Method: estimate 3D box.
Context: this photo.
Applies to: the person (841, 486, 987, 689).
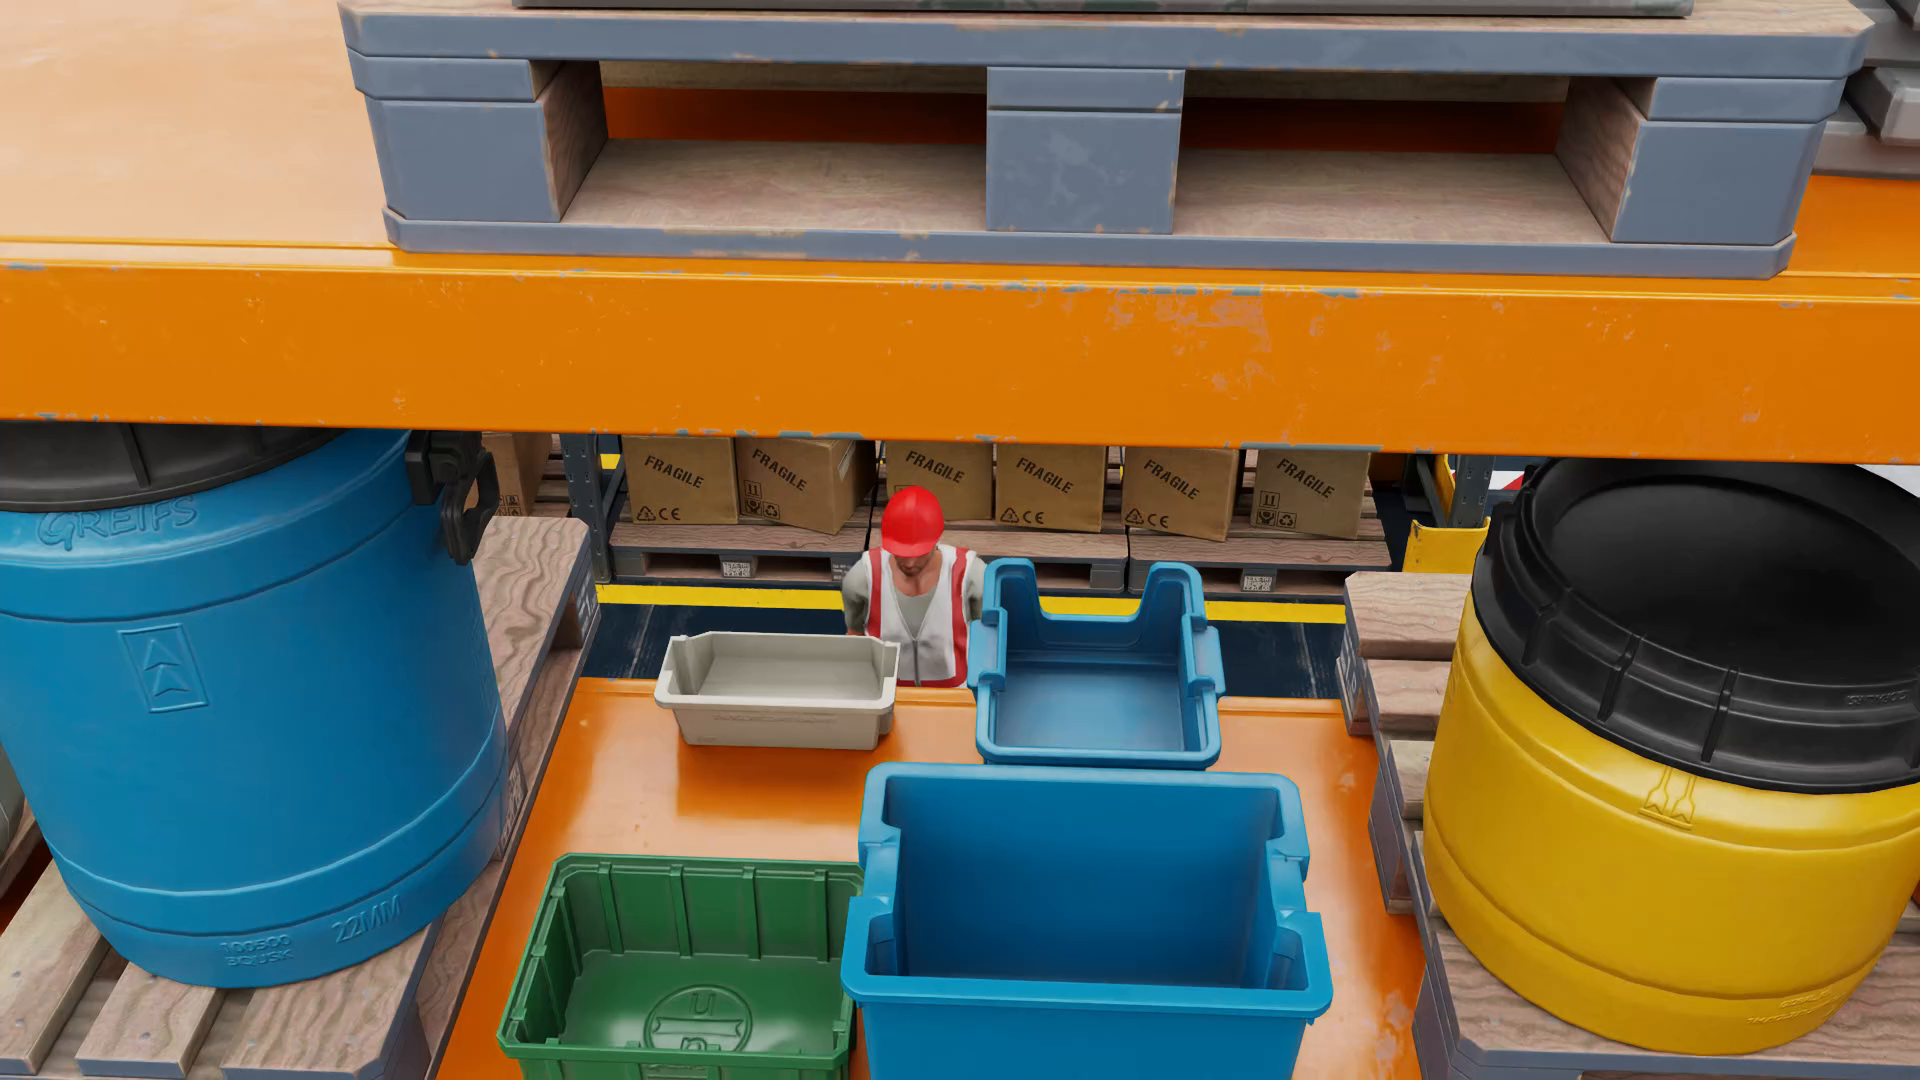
[{"bbox_3d":[-0.116,0.594,5.774,0.576,1.791,0.601,2,35,2],"label":"person"}]
